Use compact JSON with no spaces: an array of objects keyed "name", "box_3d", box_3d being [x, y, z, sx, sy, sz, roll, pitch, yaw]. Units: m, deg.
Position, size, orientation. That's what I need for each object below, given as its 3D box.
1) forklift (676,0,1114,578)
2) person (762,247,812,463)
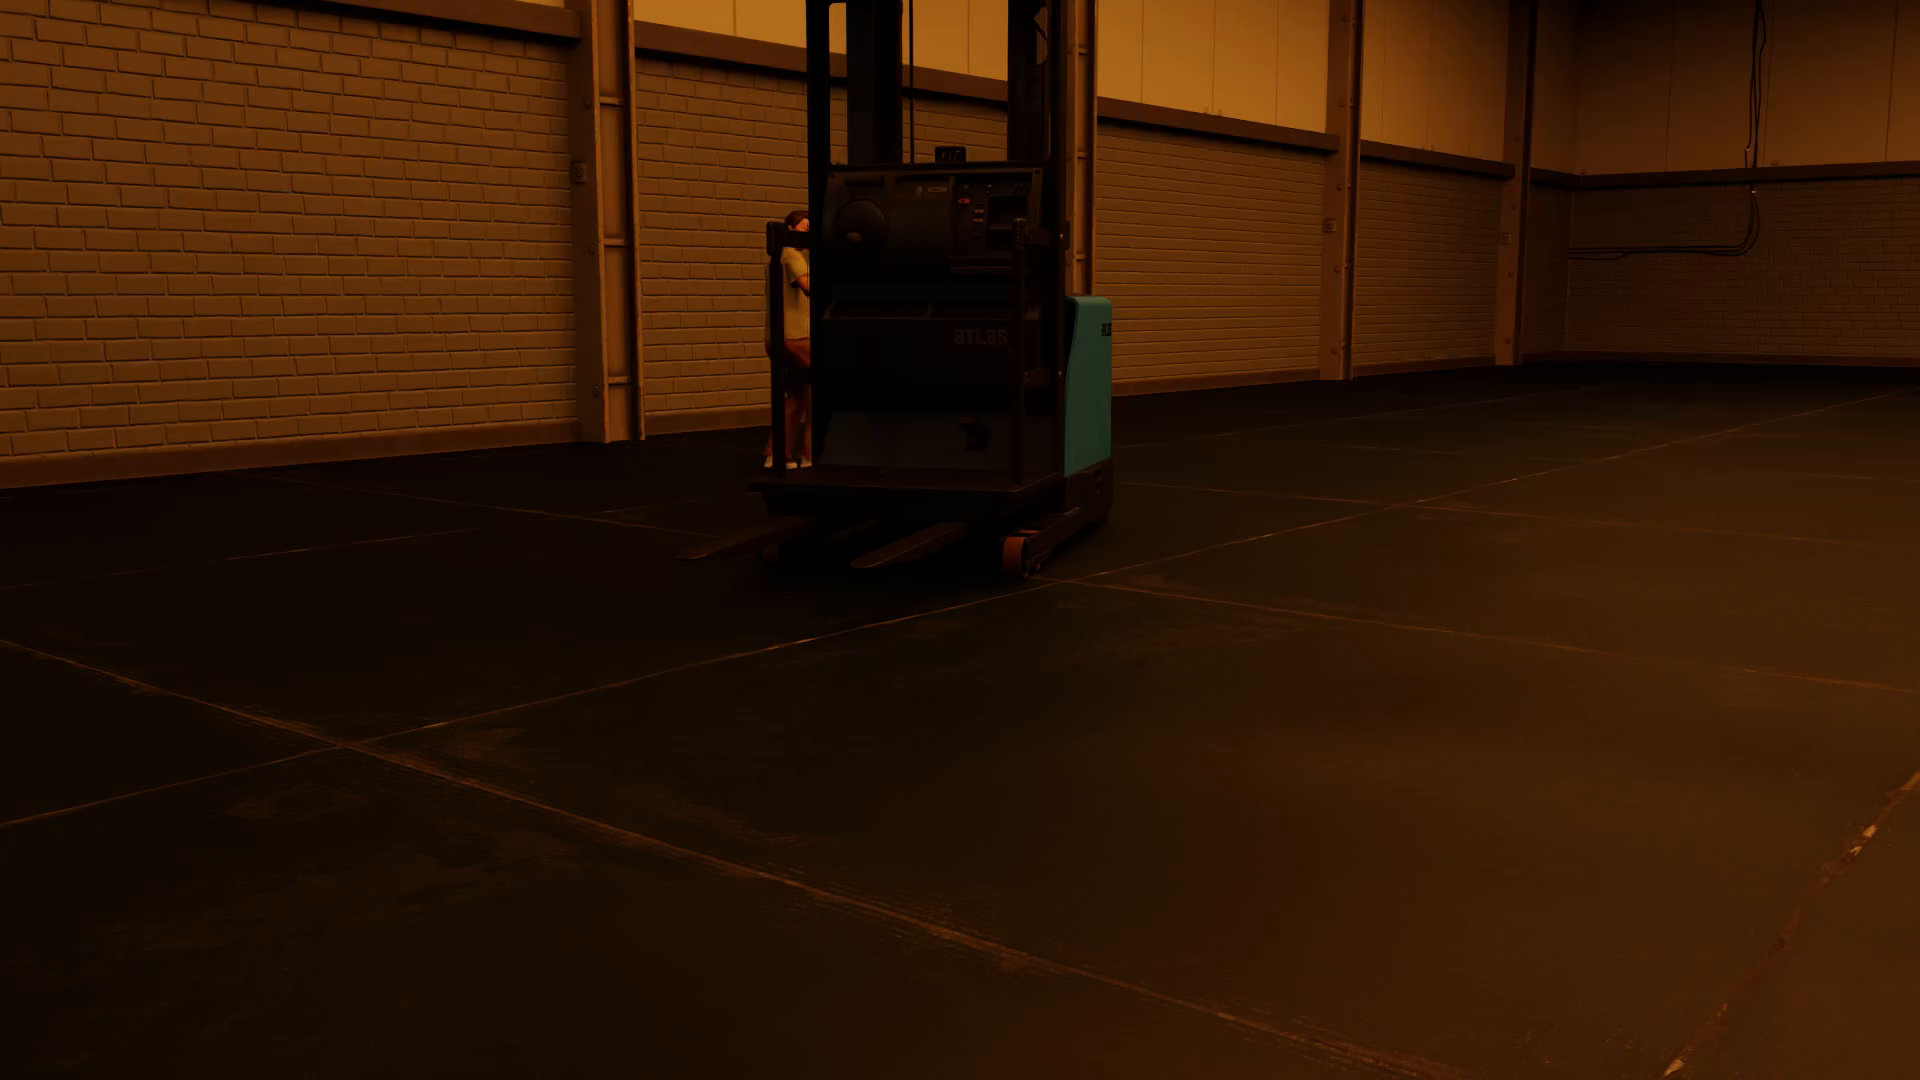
[{"name":"forklift","box_3d":[-0.176,-1.366,6.616,1.130,2.935,3.031,3,9,17]},{"name":"person","box_3d":[-1.014,-1.136,10.278,0.420,1.336,0.603,-6,10,-35]}]
